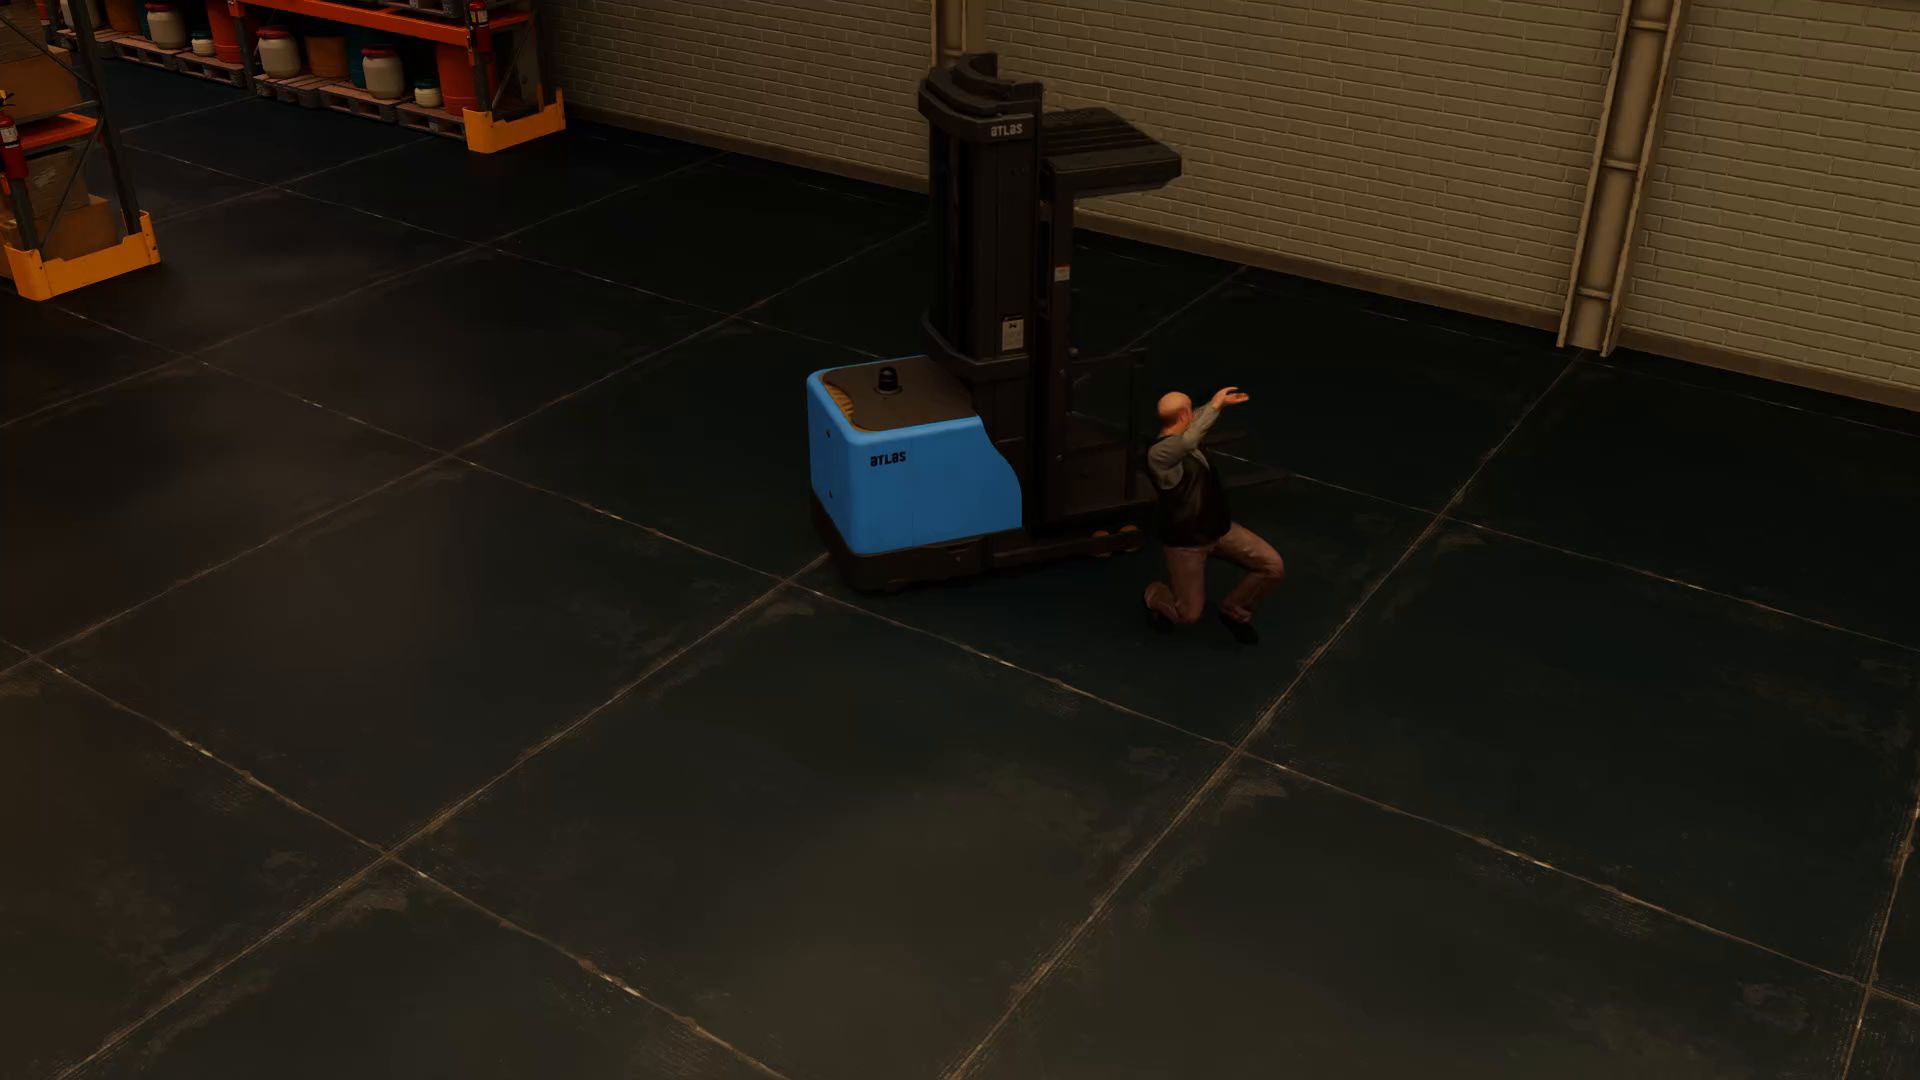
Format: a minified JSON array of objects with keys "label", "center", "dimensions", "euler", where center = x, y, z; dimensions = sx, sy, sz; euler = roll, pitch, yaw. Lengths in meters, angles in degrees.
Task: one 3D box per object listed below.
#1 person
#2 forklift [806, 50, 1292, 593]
[{"label":"person","center":[1.493,-0.219,9.389],"dimensions":[0.739,1.546,1.064],"euler":[25,38,36]},{"label":"forklift","center":[0.623,-1.396,9.986],"dimensions":[3.031,2.935,1.130],"euler":[-10,32,-17]}]
